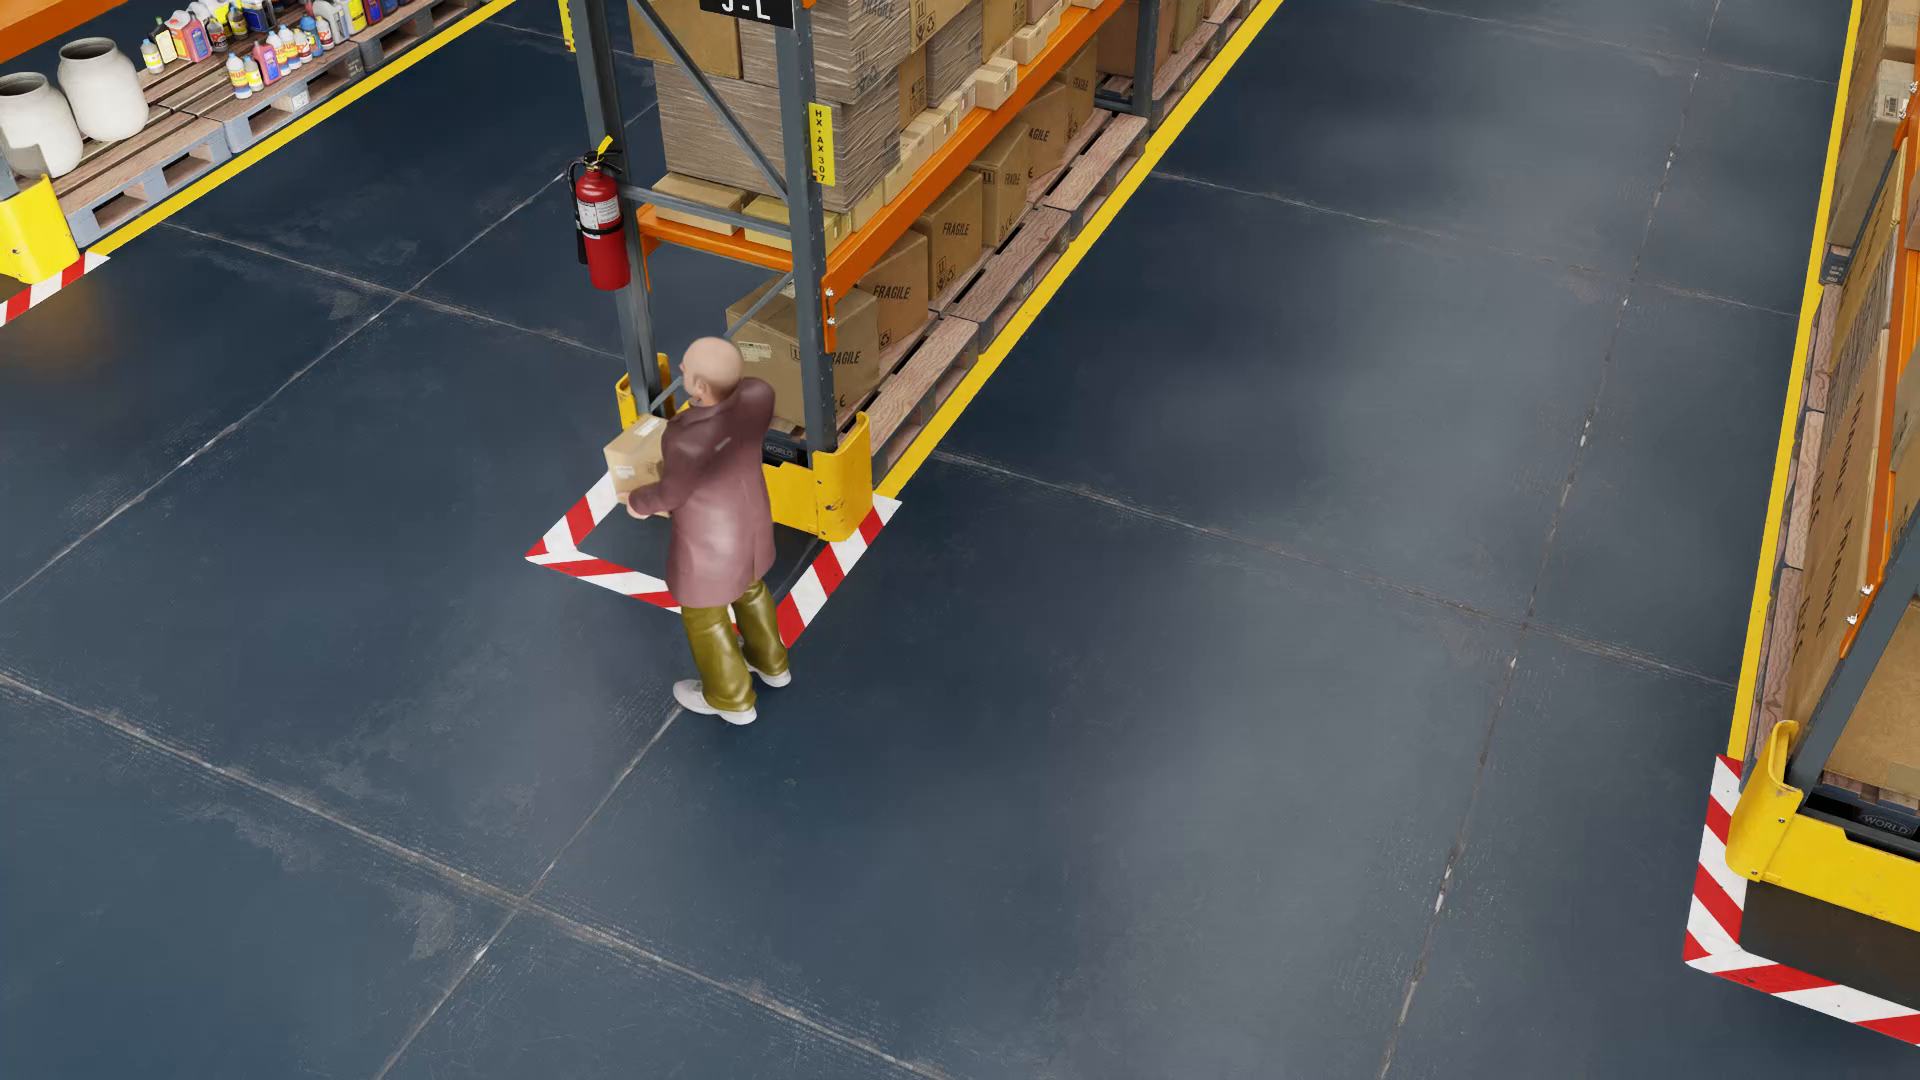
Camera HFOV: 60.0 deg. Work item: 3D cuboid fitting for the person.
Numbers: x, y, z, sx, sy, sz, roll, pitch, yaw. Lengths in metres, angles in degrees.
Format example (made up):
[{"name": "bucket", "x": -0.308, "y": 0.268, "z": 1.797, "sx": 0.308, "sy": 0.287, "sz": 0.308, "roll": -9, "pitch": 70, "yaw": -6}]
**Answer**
[{"name": "person", "x": -0.909, "y": -0.045, "z": 6.221, "sx": 0.427, "sy": 1.773, "sz": 0.625, "roll": 19, "pitch": 45, "yaw": 21}]
